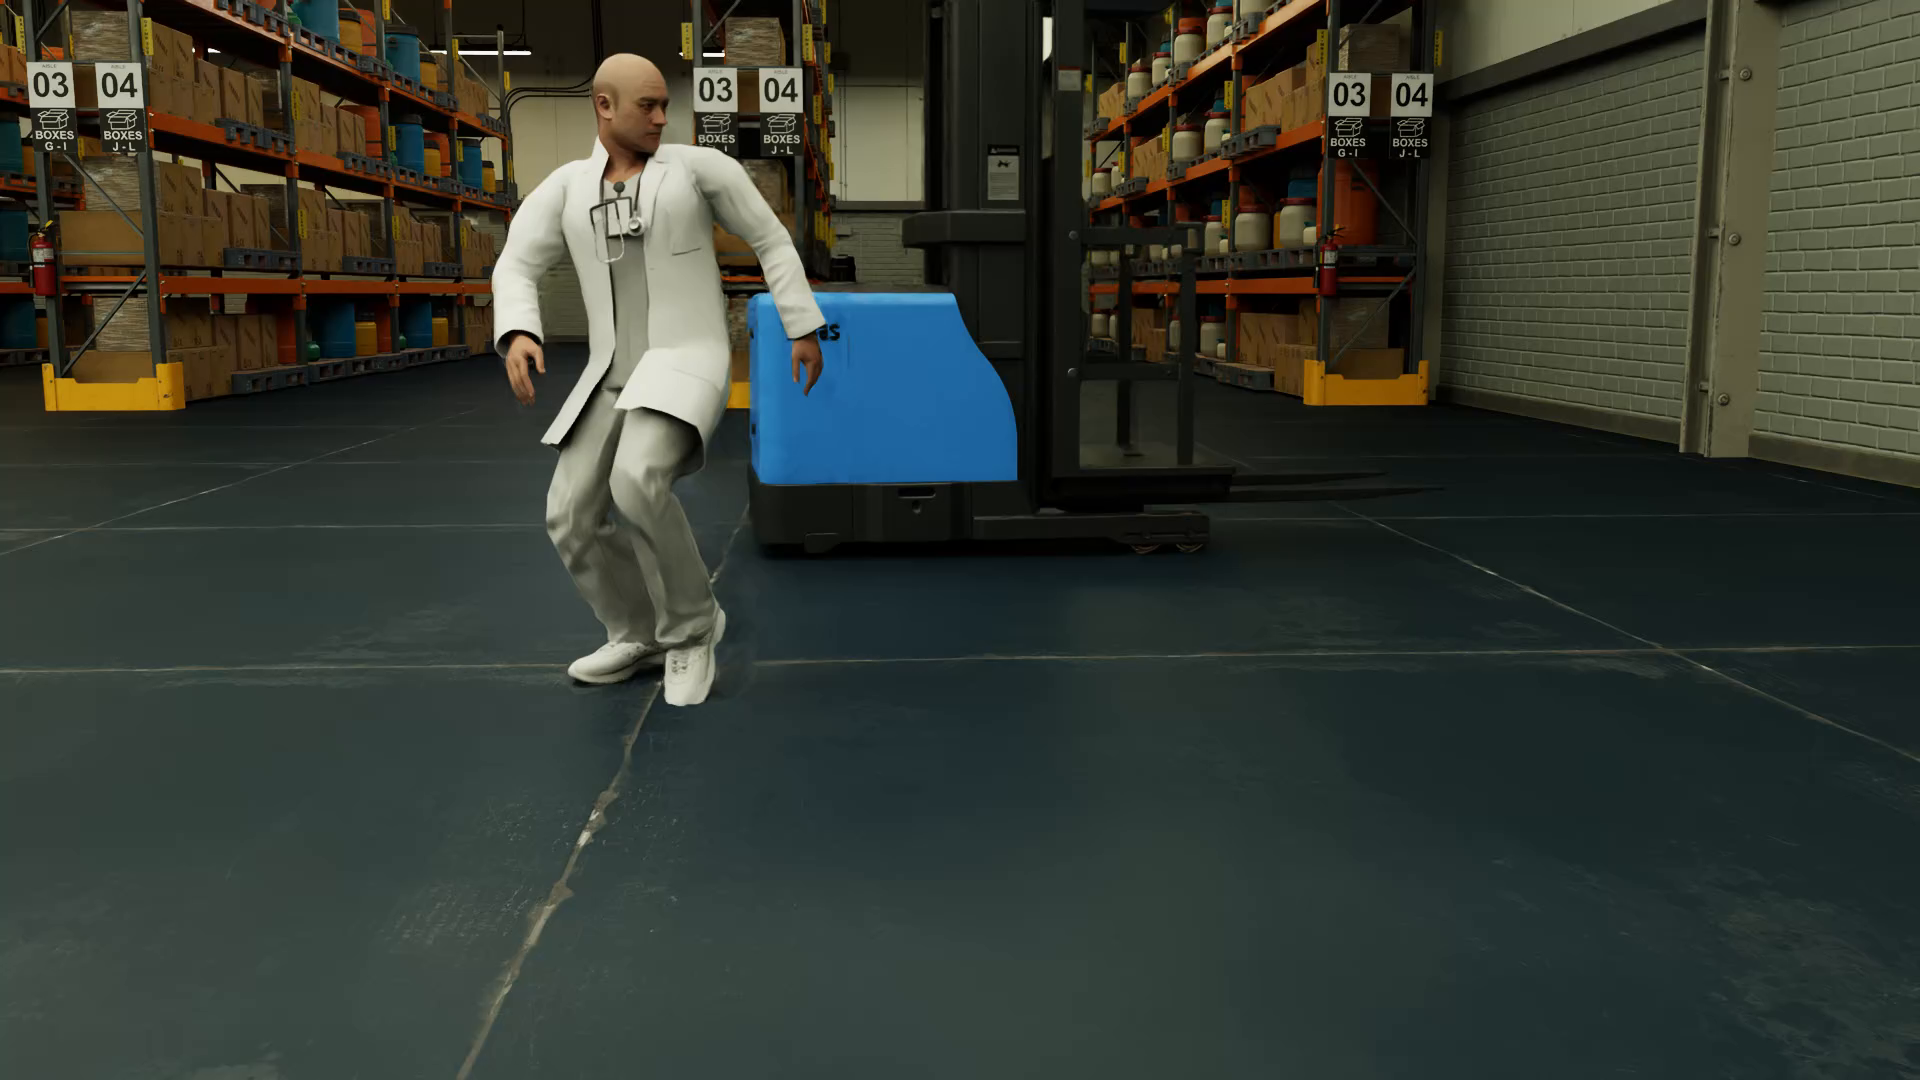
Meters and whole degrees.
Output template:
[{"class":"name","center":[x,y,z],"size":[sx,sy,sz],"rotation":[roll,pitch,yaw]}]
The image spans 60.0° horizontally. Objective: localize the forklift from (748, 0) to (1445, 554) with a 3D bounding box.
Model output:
[{"class":"forklift","center":[0.599,-1.472,7.245],"size":[3.031,2.935,1.130],"rotation":[-1,9,-9]}]

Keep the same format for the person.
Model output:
[{"class":"person","center":[-0.850,-0.425,4.509],"size":[0.773,1.732,0.757],"rotation":[3,9,22]}]
